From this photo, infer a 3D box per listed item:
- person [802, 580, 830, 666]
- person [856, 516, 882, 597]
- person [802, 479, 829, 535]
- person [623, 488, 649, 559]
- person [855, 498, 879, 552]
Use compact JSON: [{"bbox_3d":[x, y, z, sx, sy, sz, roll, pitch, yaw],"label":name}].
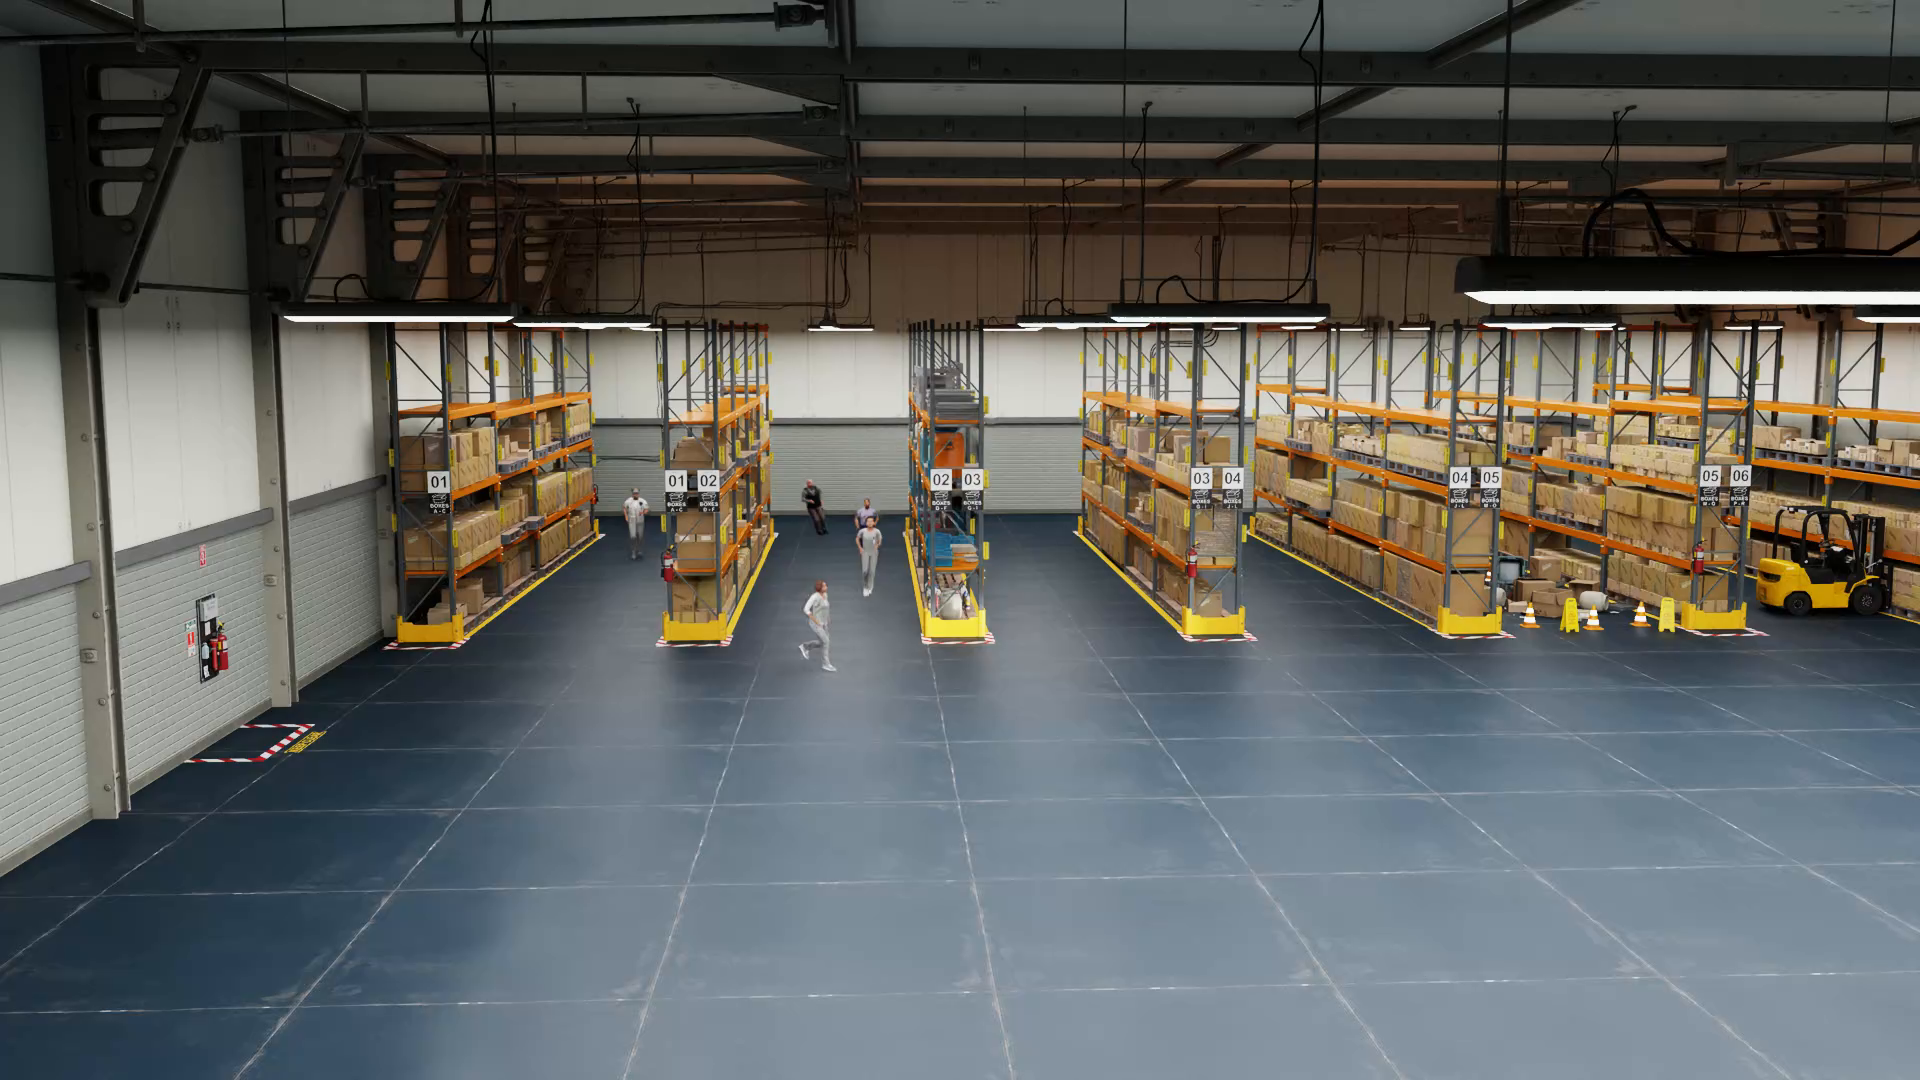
[{"bbox_3d":[-2.484,1.454,28.478,0.570,1.397,0.559,4,8,27],"label":"person"},{"bbox_3d":[-1.889,0.345,34.676,0.539,1.695,0.633,-1,7,-7],"label":"person"},{"bbox_3d":[-4.095,-0.925,47.284,0.836,1.647,0.663,-3,8,-25],"label":"person"},{"bbox_3d":[-8.333,-0.434,42.798,0.659,1.854,0.712,-2,7,-14],"label":"person"},{"bbox_3d":[-2.353,-0.245,42.074,0.616,1.596,0.550,-1,7,-5],"label":"person"}]
